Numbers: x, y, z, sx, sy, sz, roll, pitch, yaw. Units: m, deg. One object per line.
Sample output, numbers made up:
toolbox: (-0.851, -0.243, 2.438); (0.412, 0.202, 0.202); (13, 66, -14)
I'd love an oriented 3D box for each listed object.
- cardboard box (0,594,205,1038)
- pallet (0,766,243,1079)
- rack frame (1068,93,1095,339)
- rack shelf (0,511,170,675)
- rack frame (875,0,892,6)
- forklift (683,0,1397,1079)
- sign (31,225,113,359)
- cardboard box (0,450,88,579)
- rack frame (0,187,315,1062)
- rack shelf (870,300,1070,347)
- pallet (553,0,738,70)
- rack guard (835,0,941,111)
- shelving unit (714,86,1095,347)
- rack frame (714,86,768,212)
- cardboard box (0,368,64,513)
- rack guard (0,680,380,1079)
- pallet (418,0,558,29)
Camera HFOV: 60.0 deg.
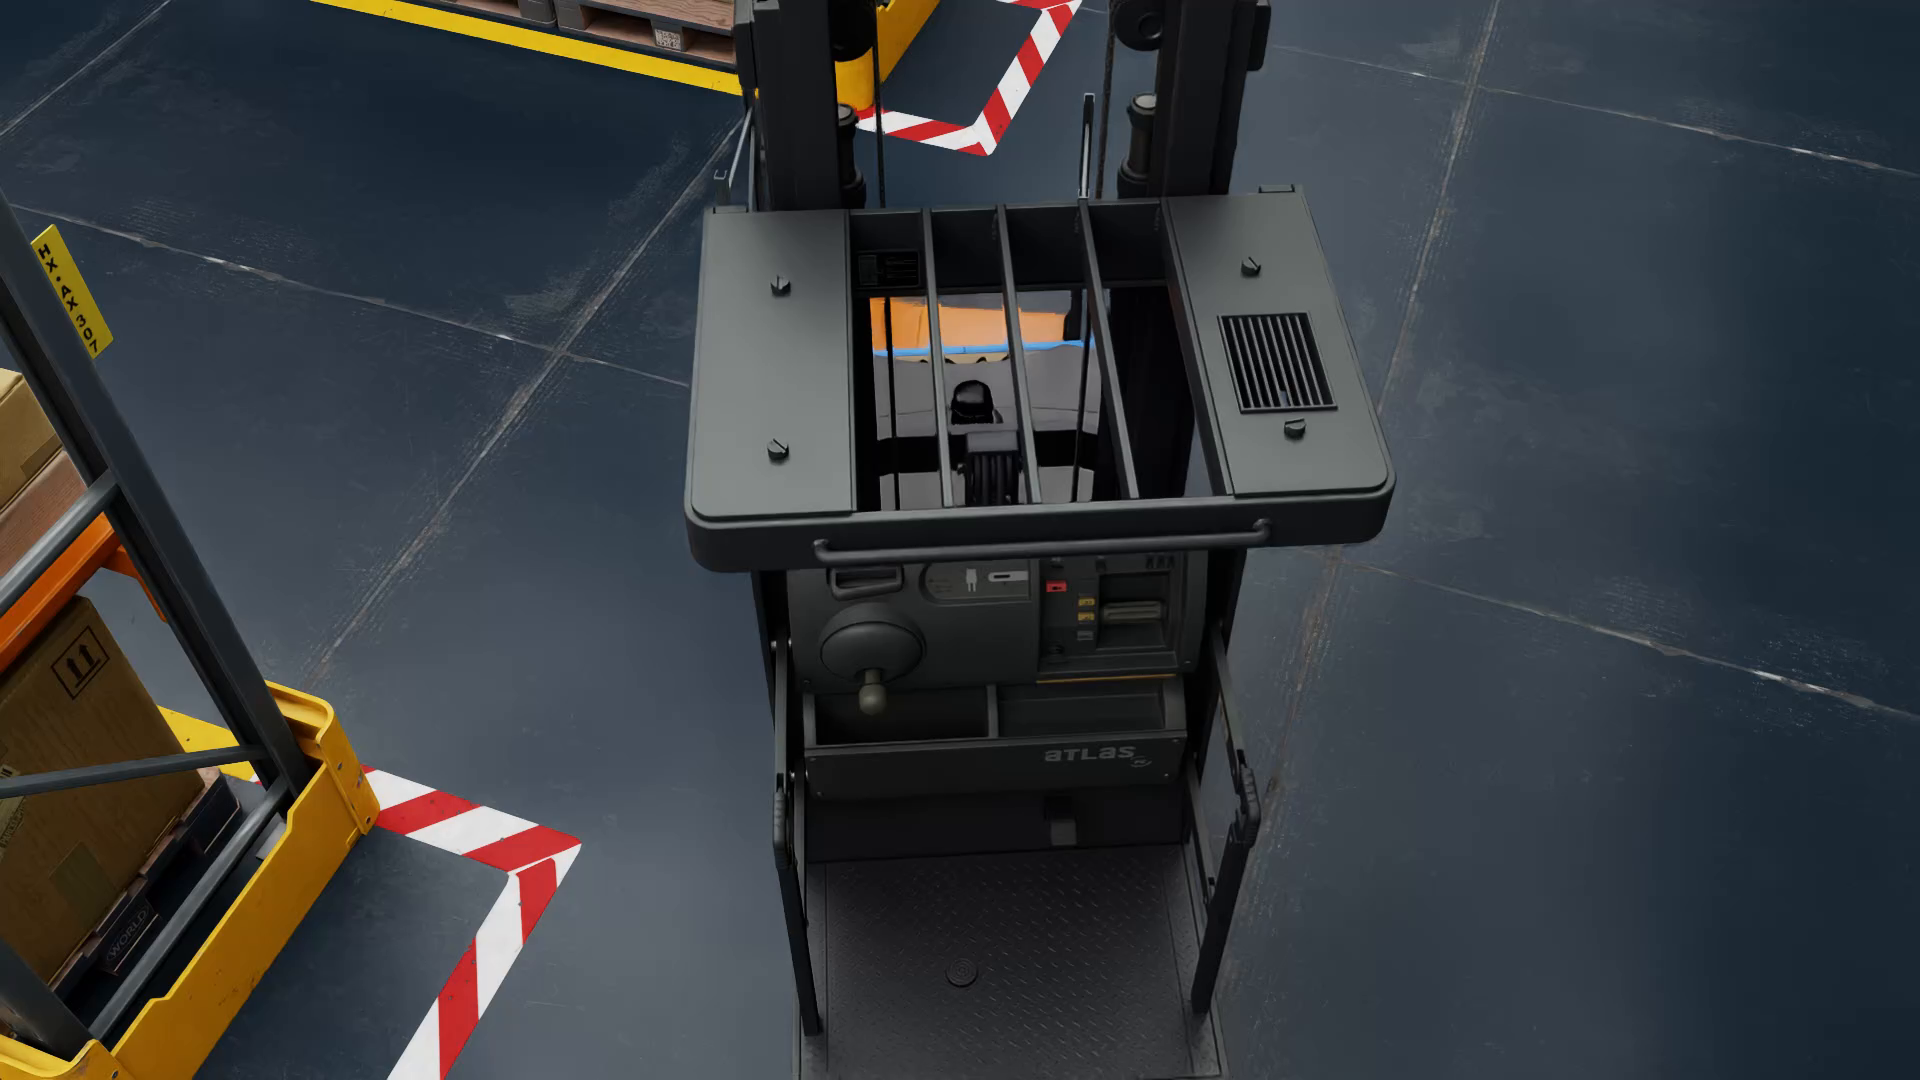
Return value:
cardboard box: (-2.752, 0.625, 4.352); (0.875, 0.875, 0.875); (16, 51, 13)
pallet: (-2.901, 0.937, 4.799); (1.213, 0.211, 1.003); (16, 51, 13)
rack frame: (0.362, -0.639, 5.311); (0.032, 1.500, 0.500); (4, 49, 3)
rack shelf: (-4.000, -0.111, 4.337); (4.000, 0.370, 1.077); (16, 51, 13)
rack frame: (-0.407, -3.334, 6.654); (0.127, 3.000, 1.000); (16, 51, 13)
forklift: (0.101, 0.282, 3.566); (1.130, 2.935, 3.031); (-3, 49, -2)
sign: (-1.926, -0.524, 3.594); (0.005, 0.325, 0.100); (16, 51, 13)
cardboard box: (-2.342, -0.067, 3.990); (0.250, 0.149, 0.380); (16, 51, 14)
rack frame: (-2.124, 0.177, 3.611); (0.127, 3.000, 1.000); (16, 51, 13)
rack shelf: (-0.145, -0.553, 5.475); (1.000, 0.185, 0.538); (4, 49, 3)
pallet: (-1.167, -2.664, 7.919); (1.213, 0.211, 1.003); (16, 51, 13)
rack guard: (-0.380, -2.518, 7.601); (0.348, 0.500, 1.175); (16, 51, 13)
shelving unit: (-0.136, -0.671, 5.339); (1.083, 1.500, 0.587); (4, 49, 3)
rack frame: (-0.652, -0.704, 5.367); (0.032, 1.500, 0.500); (4, 49, 3)
cardboard box: (-2.480, -0.188, 3.830); (0.500, 0.250, 0.500); (14, 51, 12)
rack guard: (-2.101, 1.002, 4.550); (0.348, 0.500, 1.175); (16, 51, 13)
pallet: (-2.308, -2.984, 8.197); (1.213, 0.211, 1.003); (16, 51, 13)
